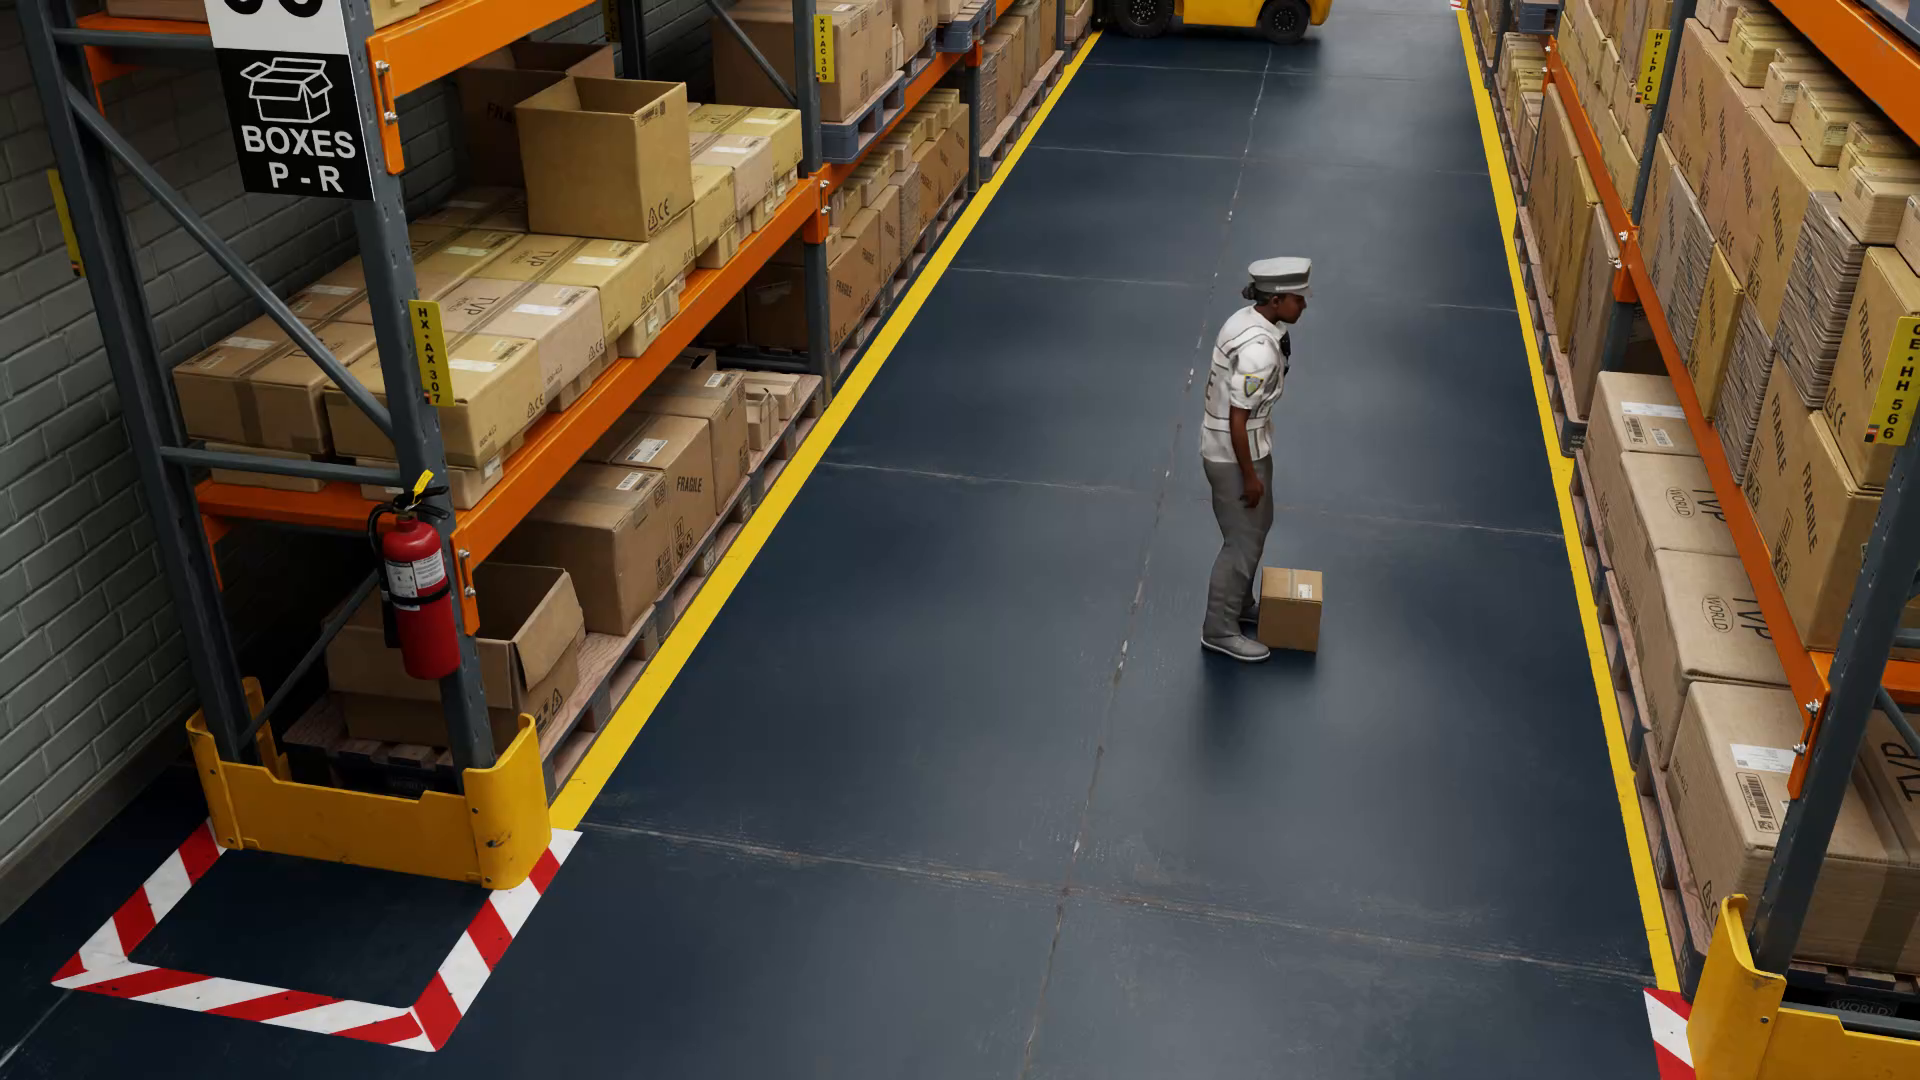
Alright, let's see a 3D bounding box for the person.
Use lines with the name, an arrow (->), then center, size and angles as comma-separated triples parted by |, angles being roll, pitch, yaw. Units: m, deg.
person -> 1.176, -0.341, 6.741 | 0.415, 1.659, 0.505 | 6, 30, 11
